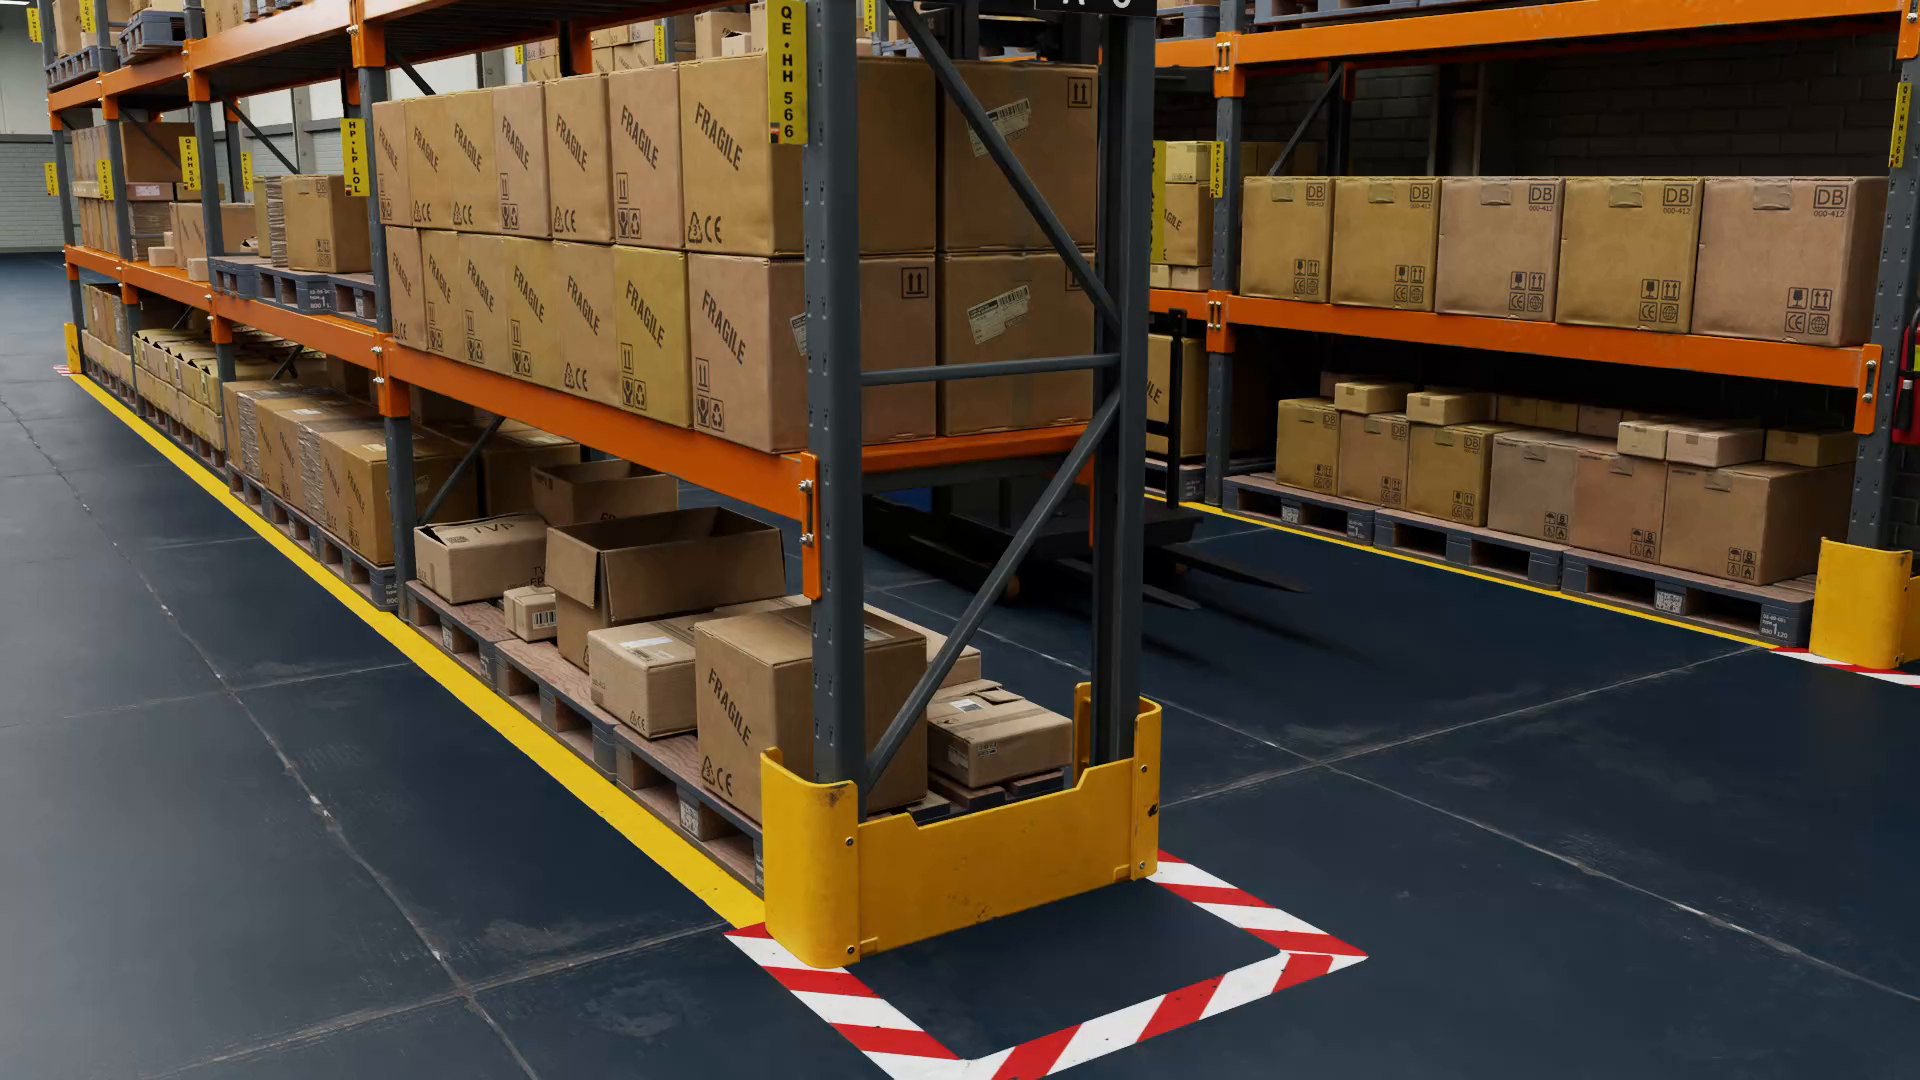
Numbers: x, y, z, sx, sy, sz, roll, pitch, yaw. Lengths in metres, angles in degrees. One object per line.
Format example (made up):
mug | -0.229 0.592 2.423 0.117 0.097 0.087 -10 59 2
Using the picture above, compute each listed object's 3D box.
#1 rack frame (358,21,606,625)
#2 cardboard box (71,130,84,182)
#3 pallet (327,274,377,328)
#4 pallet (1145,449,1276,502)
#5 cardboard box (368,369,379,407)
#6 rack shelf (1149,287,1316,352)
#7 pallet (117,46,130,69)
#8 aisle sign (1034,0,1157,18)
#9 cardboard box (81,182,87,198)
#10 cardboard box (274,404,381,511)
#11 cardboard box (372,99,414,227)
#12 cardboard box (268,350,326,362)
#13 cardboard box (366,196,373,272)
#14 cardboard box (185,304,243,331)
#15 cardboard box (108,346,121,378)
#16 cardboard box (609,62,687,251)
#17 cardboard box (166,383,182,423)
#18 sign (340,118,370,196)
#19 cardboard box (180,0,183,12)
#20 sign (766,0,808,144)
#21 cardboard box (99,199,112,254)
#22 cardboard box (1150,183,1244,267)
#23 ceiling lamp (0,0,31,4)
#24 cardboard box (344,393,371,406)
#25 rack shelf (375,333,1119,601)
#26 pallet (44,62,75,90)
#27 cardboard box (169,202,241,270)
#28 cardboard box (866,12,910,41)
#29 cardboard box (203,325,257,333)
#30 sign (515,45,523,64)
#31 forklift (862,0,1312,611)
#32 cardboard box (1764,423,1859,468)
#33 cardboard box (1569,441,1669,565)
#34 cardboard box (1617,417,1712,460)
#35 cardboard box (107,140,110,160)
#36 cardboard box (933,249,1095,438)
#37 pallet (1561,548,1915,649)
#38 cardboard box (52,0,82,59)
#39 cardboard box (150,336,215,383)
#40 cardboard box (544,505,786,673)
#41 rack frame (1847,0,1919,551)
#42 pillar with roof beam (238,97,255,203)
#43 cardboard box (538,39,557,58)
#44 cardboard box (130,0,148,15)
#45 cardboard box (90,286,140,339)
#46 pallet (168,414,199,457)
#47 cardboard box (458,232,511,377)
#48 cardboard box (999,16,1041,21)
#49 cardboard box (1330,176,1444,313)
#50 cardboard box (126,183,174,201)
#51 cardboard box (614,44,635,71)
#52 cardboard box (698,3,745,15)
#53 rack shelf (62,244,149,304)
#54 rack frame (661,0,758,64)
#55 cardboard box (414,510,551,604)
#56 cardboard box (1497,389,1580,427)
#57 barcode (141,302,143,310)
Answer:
rack frame | -2.148 -1.149 7.595 1.000 3.000 0.127 -8 15 -33
cardboard box | -8.519 -3.872 16.775 0.700 0.500 0.500 -8 15 -33
pallet | -2.500 -1.210 8.324 1.003 0.211 1.213 -8 15 -33
pallet | 1.484 -0.502 11.164 1.003 0.211 1.213 -8 15 -33
cardboard box | -3.045 -0.891 9.481 0.500 0.250 0.500 -8 15 -34
rack shelf | 0.866 -1.740 11.982 1.077 0.370 4.000 -8 15 -33
pallet | -6.081 -3.788 13.091 0.805 0.209 1.217 -9 15 -35
aisle sign | 0.351 -1.730 4.167 0.394 0.787 0.004 -8 15 -33
cardboard box | -8.335 -3.417 16.215 0.380 0.149 0.250 -8 15 -34
cardboard box | -3.488 -0.465 9.288 0.500 0.500 0.500 -9 15 -35
cardboard box | -2.121 -1.569 6.942 0.500 0.500 0.500 -8 14 -31
cardboard box | -4.708 -1.217 12.044 0.500 0.311 0.500 -9 15 -34
cardboard box | -2.658 -1.629 8.570 0.700 0.500 0.500 -6 14 -24
cardboard box | -6.577 -1.920 14.816 0.500 0.500 0.500 -8 15 -33
cardboard box | -7.577 -1.668 15.419 0.500 0.250 0.500 -8 15 -33
cardboard box | -0.688 -1.111 4.848 0.500 0.500 0.500 -8 14 -31
cardboard box | -5.711 -1.059 12.637 0.500 0.250 0.500 -8 15 -32
sign | -2.608 -1.648 7.168 0.100 0.325 0.005 -8 15 -33
cardboard box | -4.968 -3.623 11.254 0.500 0.250 0.500 -8 14 -31
sign | -0.405 -1.096 3.900 0.100 0.325 0.005 -8 15 -33
cardboard box | -7.688 -2.973 15.699 0.700 0.500 0.500 -8 14 -31
cardboard box | 1.508 -1.992 10.473 0.500 0.500 0.500 -8 15 -34
ceiling lamp | -22.177 -13.691 37.243 2.000 3.185 0.800 -8 15 -33
cardboard box | -3.364 -0.624 10.013 0.500 0.500 0.500 -9 15 -35
rack shelf | -1.040 -0.442 6.045 1.077 0.370 4.000 -8 15 -33
pallet | -8.426 -4.577 16.454 1.003 0.211 1.213 -8 15 -33
cardboard box | -5.876 -2.388 13.028 0.500 0.500 0.500 -7 14 -29
cardboard box | -0.450 -4.127 13.909 0.500 0.500 0.500 -8 15 -33
cardboard box | -6.117 -1.670 14.116 0.500 0.311 0.500 -8 15 -33
sign | -5.126 -5.698 19.331 0.100 0.325 0.005 -8 15 -33
forklift | 0.513 -1.238 8.164 1.130 2.935 3.031 -7 14 -29
cardboard box | 3.955 -0.440 7.701 0.380 0.149 0.250 -8 15 -32
cardboard box | 3.442 -0.210 8.170 0.700 0.500 0.500 -8 15 -33
cardboard box | 3.354 -0.485 7.907 0.380 0.149 0.250 -8 14 -31
cardboard box | -7.112 -3.422 14.719 0.700 0.500 0.500 -8 15 -33
cardboard box | 0.042 -0.597 4.835 0.500 0.500 0.500 -8 15 -32
pallet | 3.682 0.205 7.932 1.003 0.211 1.213 -8 15 -33
cardboard box | -8.104 -4.743 15.464 0.500 0.500 0.500 -8 15 -33
cardboard box | -5.998 -1.423 12.989 0.500 0.311 0.500 -9 15 -35
cardboard box | -1.103 0.189 6.289 0.797 0.503 0.637 -8 15 -33
rack frame | 4.190 -1.025 7.026 1.000 3.000 0.127 -8 15 -33
pillar with roof beam | -20.448 -10.538 36.484 9.100 9.000 0.400 -8 15 -33
cardboard box | -4.428 -5.690 18.718 0.500 0.500 0.500 -8 15 -33
cardboard box | -6.271 -4.421 13.148 0.500 0.500 0.500 -8 15 -32
cardboard box | -8.118 -2.214 16.161 0.500 0.500 0.500 -8 15 -33
pallet | -5.460 -0.866 12.828 1.003 0.211 1.213 -8 15 -33
cardboard box | -1.531 -0.895 6.199 0.500 0.500 0.500 -8 15 -33
cardboard box | 0.707 -3.909 11.931 0.700 0.500 0.500 -7 14 -30
cardboard box | 2.661 -1.654 9.200 0.980 0.700 0.700 -9 15 -34
cardboard box | -6.909 -2.961 14.126 0.380 0.149 0.250 -8 15 -33
cardboard box | -3.214 -4.835 17.147 0.500 0.500 0.500 -10 16 -37
cardboard box | -2.492 -5.292 16.898 0.500 0.500 0.500 -8 15 -32
rack shelf | -7.688 -2.576 15.804 1.077 0.370 4.000 -8 15 -33
rack frame | -2.458 -6.090 16.144 1.000 3.000 0.127 -8 15 -33
cardboard box | -2.095 0.050 7.377 0.500 0.311 0.500 -8 15 -33
cardboard box | 3.111 -0.710 8.937 0.380 0.149 0.250 -8 15 -34
barcode | -6.785 -1.940 13.785 0.001 0.075 0.075 -8 15 -33
